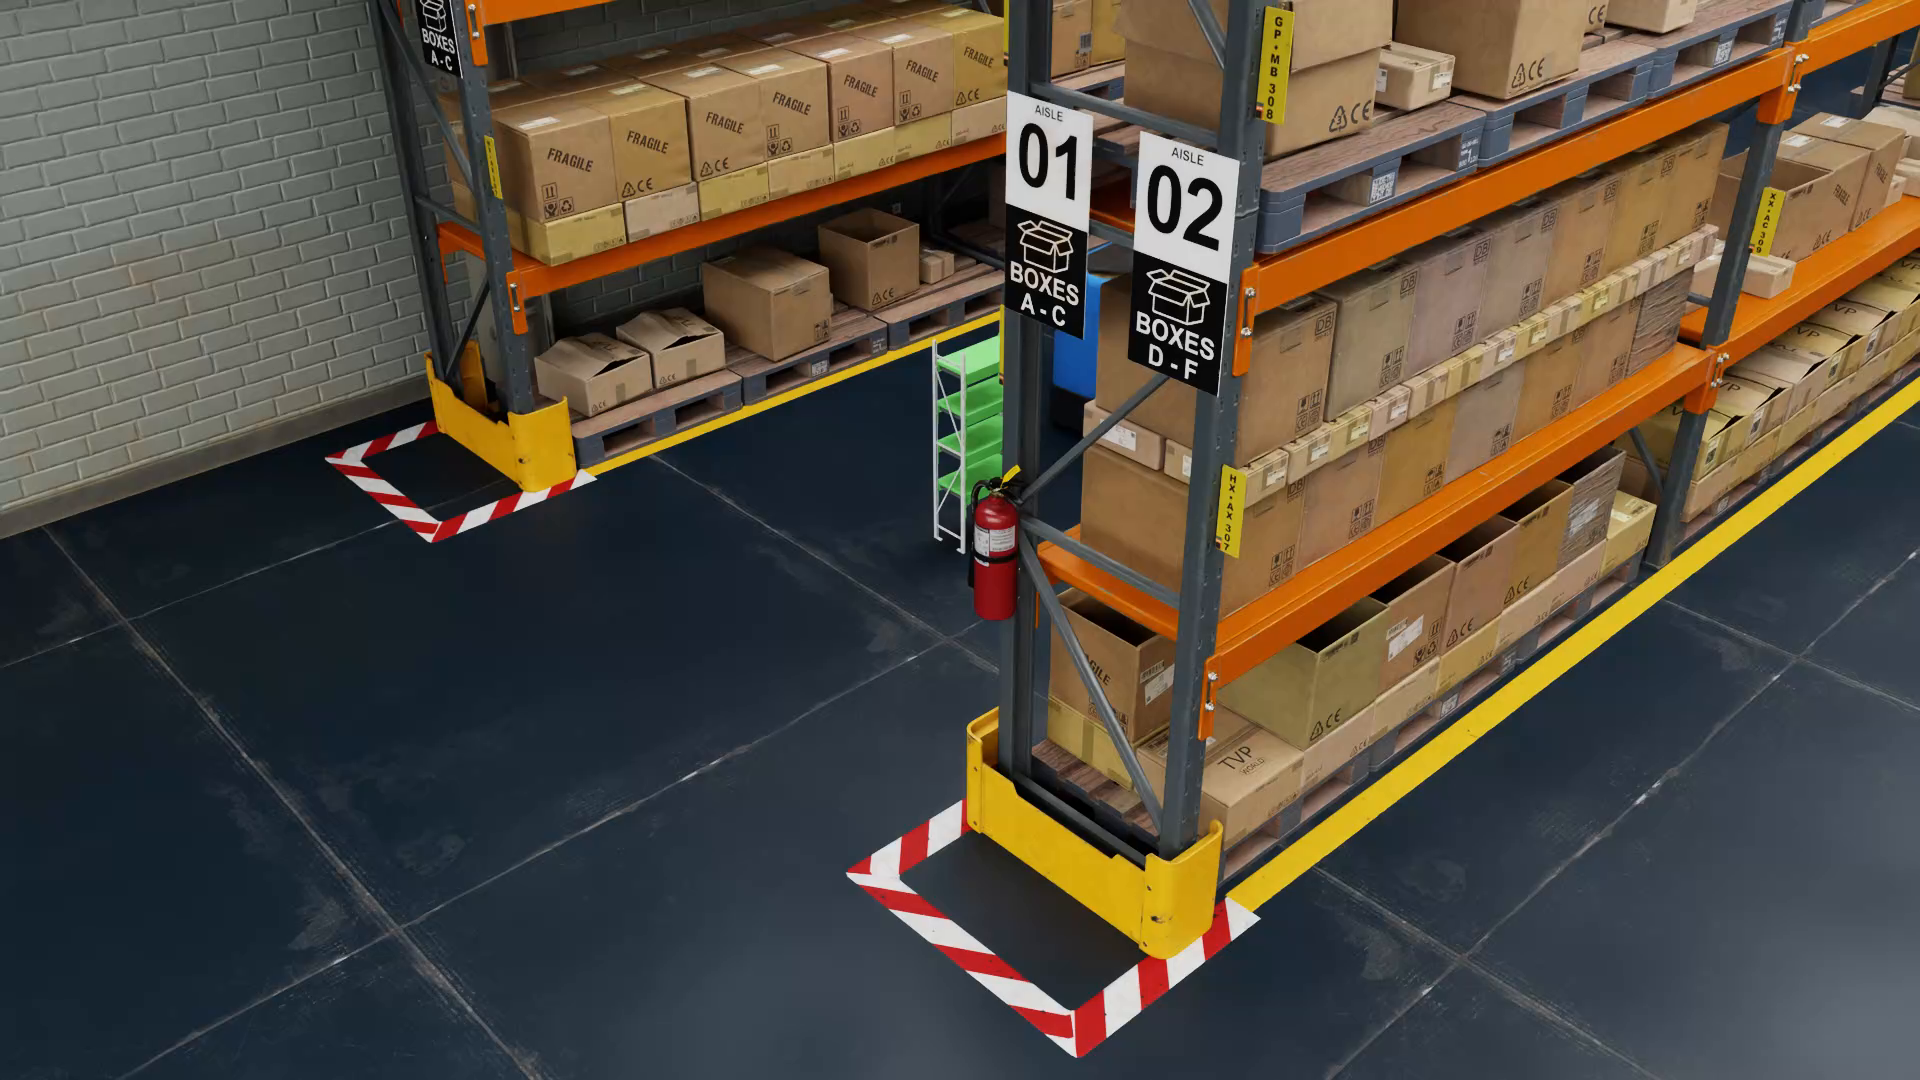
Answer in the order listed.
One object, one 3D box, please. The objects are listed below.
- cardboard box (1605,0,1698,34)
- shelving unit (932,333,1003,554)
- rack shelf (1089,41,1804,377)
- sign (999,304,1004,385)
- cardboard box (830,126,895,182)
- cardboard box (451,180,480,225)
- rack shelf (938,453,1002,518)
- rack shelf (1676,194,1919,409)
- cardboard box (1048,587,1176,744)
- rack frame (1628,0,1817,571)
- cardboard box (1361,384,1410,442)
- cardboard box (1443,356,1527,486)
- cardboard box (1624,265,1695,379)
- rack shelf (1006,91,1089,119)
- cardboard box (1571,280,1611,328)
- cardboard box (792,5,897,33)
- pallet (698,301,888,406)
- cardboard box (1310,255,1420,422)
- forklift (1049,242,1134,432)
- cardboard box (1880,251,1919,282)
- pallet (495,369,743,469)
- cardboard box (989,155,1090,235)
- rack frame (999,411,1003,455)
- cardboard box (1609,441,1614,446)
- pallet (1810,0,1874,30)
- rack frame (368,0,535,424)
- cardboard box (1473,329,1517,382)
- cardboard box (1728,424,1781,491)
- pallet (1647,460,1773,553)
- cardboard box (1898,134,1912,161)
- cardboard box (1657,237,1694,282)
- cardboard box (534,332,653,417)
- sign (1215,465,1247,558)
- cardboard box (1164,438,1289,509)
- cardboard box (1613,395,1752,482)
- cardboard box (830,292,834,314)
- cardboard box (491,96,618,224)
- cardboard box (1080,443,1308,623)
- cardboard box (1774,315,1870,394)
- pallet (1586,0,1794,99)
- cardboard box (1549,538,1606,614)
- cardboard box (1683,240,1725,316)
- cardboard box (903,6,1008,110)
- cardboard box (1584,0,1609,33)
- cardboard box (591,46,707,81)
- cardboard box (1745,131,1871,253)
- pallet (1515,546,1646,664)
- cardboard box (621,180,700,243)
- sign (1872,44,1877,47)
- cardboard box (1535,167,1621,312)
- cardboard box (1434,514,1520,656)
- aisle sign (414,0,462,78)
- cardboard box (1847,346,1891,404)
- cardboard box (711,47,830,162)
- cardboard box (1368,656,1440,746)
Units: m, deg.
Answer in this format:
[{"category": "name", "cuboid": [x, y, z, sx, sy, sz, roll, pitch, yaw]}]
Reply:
[{"category": "cardboard box", "cuboid": [2.777, -2.204, 6.808, 0.250, 0.149, 0.380, -26, 40, -35]}, {"category": "shelving unit", "cuboid": [0.121, -0.571, 9.033, 0.503, 1.200, 0.258, -26, 40, -35]}, {"category": "rack shelf", "cuboid": [2.009, -1.589, 6.787, 4.000, 0.370, 1.077, -26, 40, -35]}, {"category": "sign", "cuboid": [0.184, -0.714, 6.205, 0.005, 0.325, 0.100, -26, 40, -35]}, {"category": "cardboard box", "cuboid": [-0.765, -2.522, 10.623, 0.500, 0.250, 0.500, -26, 40, -36]}, {"category": "cardboard box", "cuboid": [-2.617, -1.985, 9.745, 0.500, 0.250, 0.500, -25, 39, -35]}, {"category": "rack shelf", "cuboid": [0.121, -0.311, 9.192, 0.480, 0.148, 0.258, -26, 40, -35]}, {"category": "rack shelf", "cuboid": [4.943, -1.728, 9.890, 4.000, 0.370, 1.077, -26, 40, -35]}, {"category": "cardboard box", "cuboid": [0.734, 0.463, 7.131, 0.500, 0.500, 0.500, -26, 40, -35]}, {"category": "rack frame", "cuboid": [3.476, -1.325, 8.542, 0.127, 3.000, 1.000, -26, 40, -35]}, {"category": "cardboard box", "cuboid": [1.539, -0.554, 6.563, 0.250, 0.149, 0.380, -27, 40, -36]}, {"category": "cardboard box", "cuboid": [2.027, -0.660, 7.358, 0.500, 0.500, 0.700, -24, 39, -34]}, {"category": "cardboard box", "cuboid": [3.155, -1.208, 8.255, 0.500, 0.500, 0.700, -27, 41, -37]}, {"category": "rack shelf", "cuboid": [1.572, -3.621, 12.987, 4.000, 0.370, 1.077, -26, 40, -35]}, {"category": "cardboard box", "cuboid": [2.675, -1.106, 7.466, 0.250, 0.149, 0.380, -26, 40, -36]}, {"category": "cardboard box", "cuboid": [-0.763, -3.215, 11.037, 0.500, 0.500, 0.500, -26, 40, -36]}, {"category": "pallet", "cuboid": [-1.258, -1.343, 11.243, 1.213, 0.211, 1.003, -26, 40, -35]}, {"category": "cardboard box", "cuboid": [1.315, -0.871, 6.459, 0.500, 0.500, 0.700, -27, 41, -37]}, {"category": "forklift", "cuboid": [1.914, -2.365, 10.308, 1.130, 2.935, 3.031, 25, 39, 35]}, {"category": "cardboard box", "cuboid": [6.192, -1.709, 10.866, 0.500, 0.311, 0.500, -25, 39, -34]}, {"category": "pallet", "cuboid": [-2.153, -0.912, 10.539, 1.213, 0.211, 1.003, -26, 40, -35]}, {"category": "cardboard box", "cuboid": [0.634, -2.608, 12.614, 0.500, 0.500, 0.700, -24, 39, -34]}, {"category": "rack frame", "cuboid": [0.300, -0.657, 9.175, 0.015, 1.200, 0.240, -26, 40, -35]}, {"category": "cardboard box", "cuboid": [3.583, -0.589, 9.572, 0.500, 0.250, 0.500, -26, 40, -36]}, {"category": "pallet", "cuboid": [4.114, -2.841, 8.329, 0.805, 0.209, 1.217, 27, 41, 37]}, {"category": "rack frame", "cuboid": [-2.828, -1.800, 9.319, 0.127, 3.000, 1.000, -26, 40, -35]}, {"category": "cardboard box", "cuboid": [2.105, -0.828, 7.010, 0.250, 0.149, 0.380, -25, 40, -35]}, {"category": "cardboard box", "cuboid": [4.316, -0.560, 9.524, 0.500, 0.250, 0.500, -25, 39, -34]}, {"category": "pallet", "cuboid": [3.990, -0.412, 9.721, 1.213, 0.211, 1.003, -26, 40, -35]}, {"category": "cardboard box", "cuboid": [5.622, -2.463, 10.488, 0.500, 0.311, 0.500, -26, 40, -36]}, {"category": "cardboard box", "cuboid": [3.240, -1.379, 7.913, 0.250, 0.149, 0.380, -27, 40, -36]}, {"category": "cardboard box", "cuboid": [-2.260, -1.052, 10.250, 0.500, 0.311, 0.500, 24, 39, 34]}, {"category": "sign", "cuboid": [0.916, -0.095, 5.625, 0.005, 0.325, 0.100, -26, 40, -35]}, {"category": "cardboard box", "cuboid": [0.977, -0.283, 6.119, 0.250, 0.149, 0.380, -26, 40, -36]}, {"category": "cardboard box", "cuboid": [3.948, -0.622, 9.087, 0.500, 0.311, 0.500, -26, 40, -35]}, {"category": "cardboard box", "cuboid": [-1.081, -1.631, 11.353, 0.380, 0.149, 0.250, 26, 40, 35]}, {"category": "cardboard box", "cuboid": [-2.274, -2.119, 9.246, 0.500, 0.500, 0.500, -26, 40, -35]}, {"category": "cardboard box", "cuboid": [0.894, -0.110, 6.458, 0.500, 0.500, 0.700, -26, 40, -35]}, {"category": "cardboard box", "cuboid": [5.075, -1.168, 9.980, 0.500, 0.311, 0.500, -25, 39, -34]}, {"category": "pallet", "cuboid": [2.868, -2.255, 7.272, 1.213, 0.211, 1.003, -26, 40, -35]}, {"category": "cardboard box", "cuboid": [2.911, 0.090, 8.460, 0.500, 0.250, 0.500, -26, 40, -35]}, {"category": "cardboard box", "cuboid": [3.807, -1.453, 8.894, 0.500, 0.250, 0.500, -23, 38, -33]}, {"category": "cardboard box", "cuboid": [-0.031, -3.197, 11.009, 0.500, 0.500, 0.500, -26, 40, -36]}, {"category": "cardboard box", "cuboid": [2.183, -2.352, 6.710, 0.637, 0.503, 0.797, -21, 37, -30]}, {"category": "cardboard box", "cuboid": [-1.875, -2.673, 10.152, 0.500, 0.500, 0.500, -27, 41, -37]}, {"category": "cardboard box", "cuboid": [4.804, -1.999, 9.547, 0.500, 0.500, 0.500, -26, 40, -35]}, {"category": "pallet", "cuboid": [2.864, 0.130, 8.834, 1.213, 0.211, 1.003, -26, 40, -35]}, {"category": "cardboard box", "cuboid": [-1.883, -1.986, 9.747, 0.500, 0.250, 0.500, -27, 41, -37]}, {"category": "sign", "cuboid": [6.033, -3.409, 10.915, 0.005, 0.325, 0.100, -26, 40, -35]}, {"category": "cardboard box", "cuboid": [2.418, -1.405, 7.332, 0.500, 0.500, 0.700, -26, 40, -35]}, {"category": "cardboard box", "cuboid": [2.189, 0.131, 7.674, 0.500, 0.500, 0.500, -26, 40, -35]}, {"category": "aisle sign", "cuboid": [-2.677, -2.769, 8.411, 0.004, 0.787, 0.394, -26, 40, -35]}, {"category": "cardboard box", "cuboid": [5.443, -1.109, 10.421, 0.500, 0.250, 0.500, -25, 39, -34]}, {"category": "cardboard box", "cuboid": [-1.151, -2.659, 10.129, 0.500, 0.500, 0.500, -24, 39, -34]}, {"category": "cardboard box", "cuboid": [1.818, 0.626, 7.583, 0.500, 0.250, 0.500, -26, 40, -35]}]
